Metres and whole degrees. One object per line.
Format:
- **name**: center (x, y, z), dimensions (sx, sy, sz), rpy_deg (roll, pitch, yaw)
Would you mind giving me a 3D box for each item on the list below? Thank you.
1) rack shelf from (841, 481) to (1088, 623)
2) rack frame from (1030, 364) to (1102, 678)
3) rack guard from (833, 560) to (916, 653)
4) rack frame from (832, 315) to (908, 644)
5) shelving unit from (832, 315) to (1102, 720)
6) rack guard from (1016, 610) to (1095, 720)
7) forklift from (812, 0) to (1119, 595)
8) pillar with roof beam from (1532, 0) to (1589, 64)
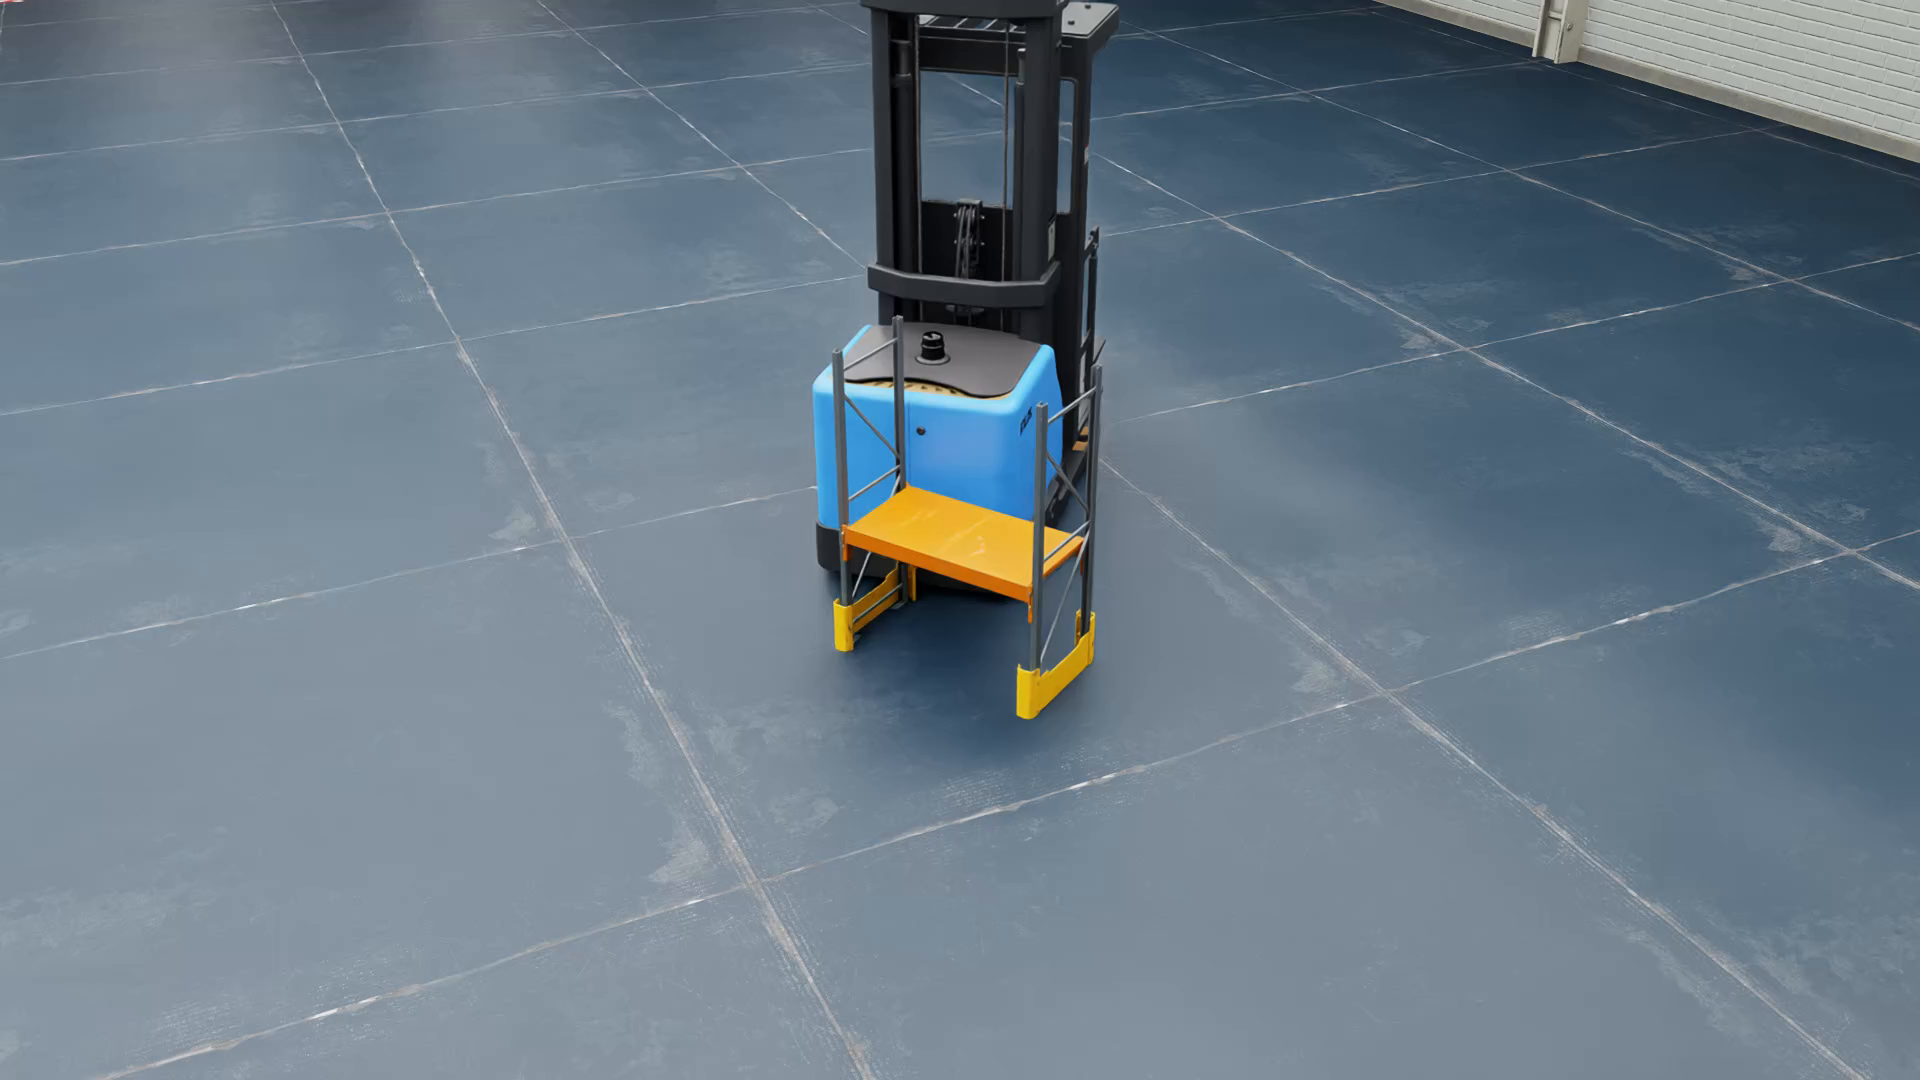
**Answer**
- **rack shelf**: center (0.024, 0.040, 7.514), dimensions (1.000, 0.185, 0.538), rpy_deg (17, 34, 28)
- **rack frame**: center (0.452, 0.017, 7.186), dimensions (0.032, 1.500, 0.500), rpy_deg (17, 34, 28)
- **rack guard**: center (-0.402, 0.294, 7.971), dimensions (0.087, 0.250, 0.587), rpy_deg (17, 34, 28)
- **rack frame**: center (-0.403, -0.252, 7.666), dimensions (0.032, 1.500, 0.500), rpy_deg (17, 34, 28)
- **shelving unit**: center (0.017, -0.120, 7.430), dimensions (1.083, 1.500, 0.587), rpy_deg (17, 34, 28)
- **rack guard**: center (0.435, 0.557, 7.501), dimensions (0.087, 0.250, 0.587), rpy_deg (17, 34, 28)
- **forklift**: center (0.179, -1.718, 8.817), dimensions (1.130, 2.935, 3.031), rpy_deg (8, 30, 14)
- **pillar with roof beam**: center (2.590, -8.264, 14.287), dimensions (9.100, 9.000, 0.400), rpy_deg (-13, 32, -22)
